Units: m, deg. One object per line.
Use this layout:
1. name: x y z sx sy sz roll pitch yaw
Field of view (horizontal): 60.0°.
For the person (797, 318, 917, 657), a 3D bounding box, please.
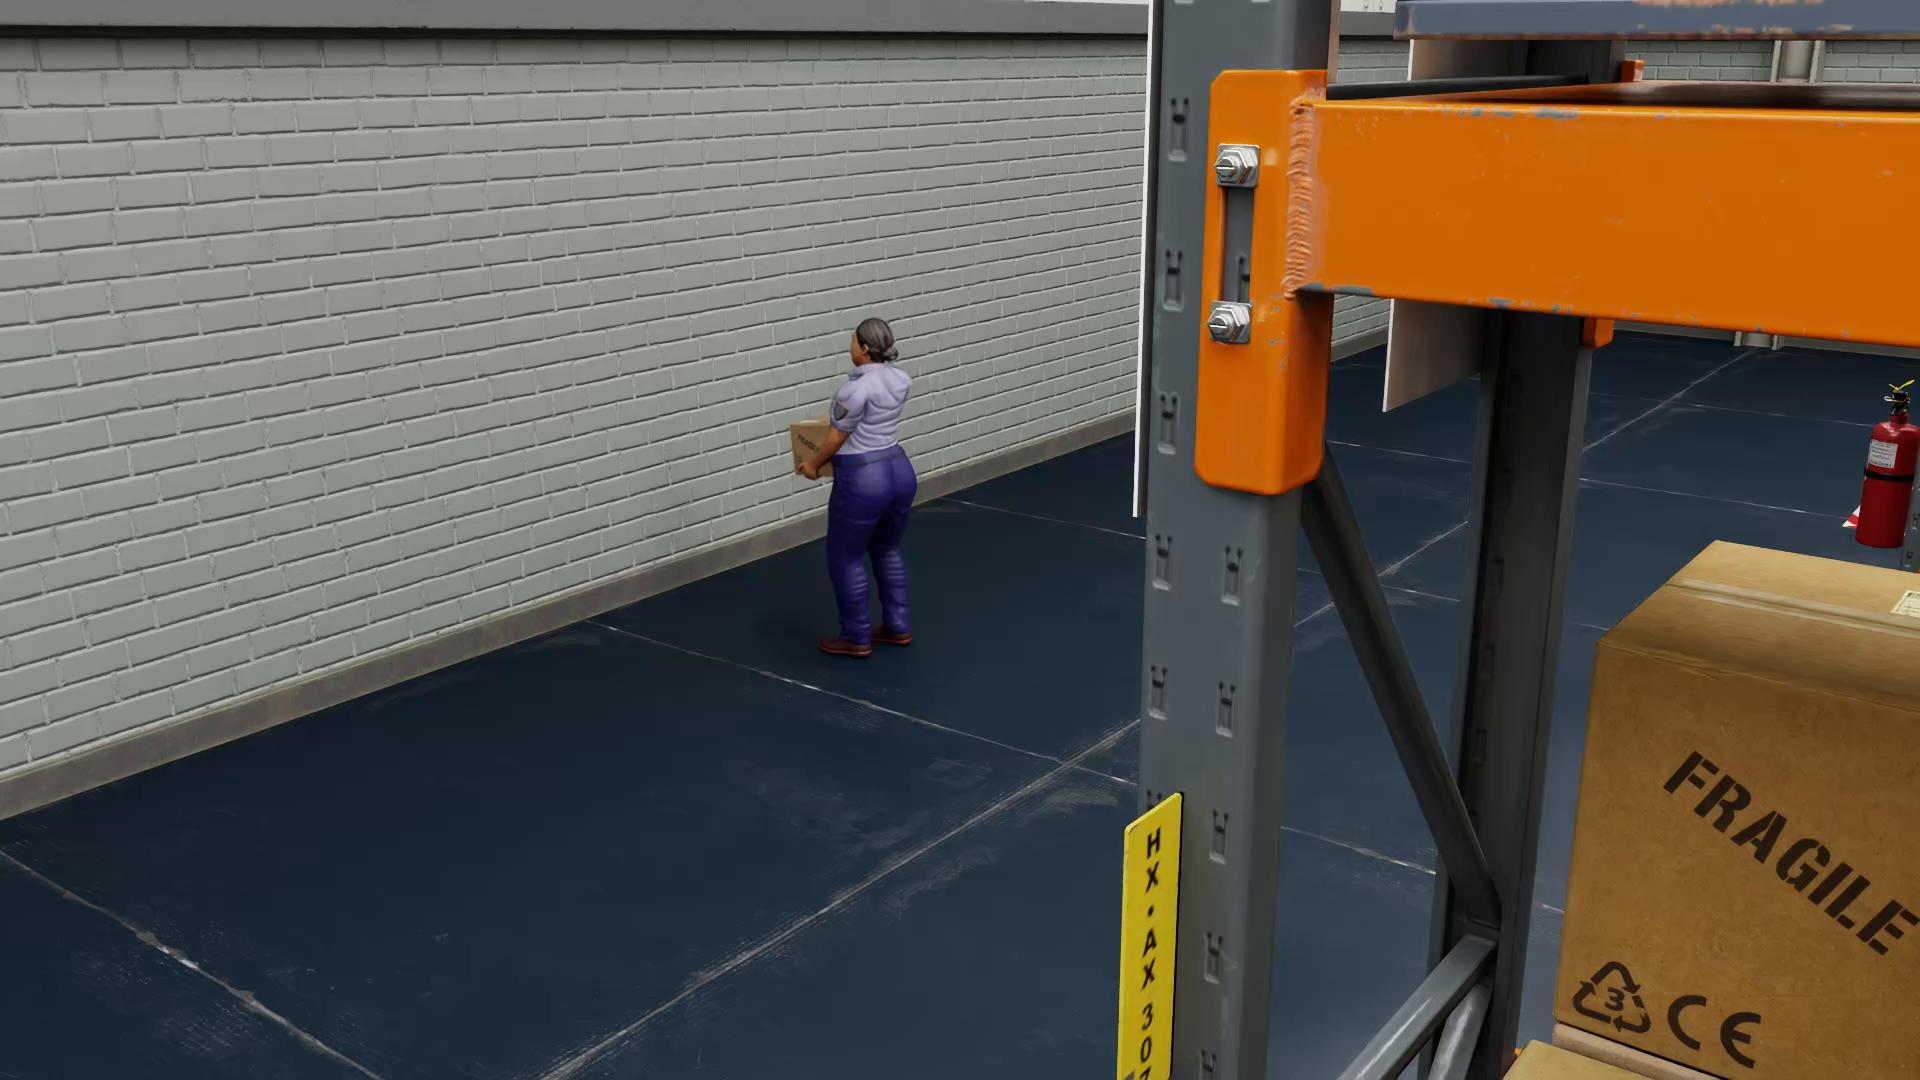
1. person: -0.493 -0.260 7.954 0.521 1.641 0.451 12 21 36
